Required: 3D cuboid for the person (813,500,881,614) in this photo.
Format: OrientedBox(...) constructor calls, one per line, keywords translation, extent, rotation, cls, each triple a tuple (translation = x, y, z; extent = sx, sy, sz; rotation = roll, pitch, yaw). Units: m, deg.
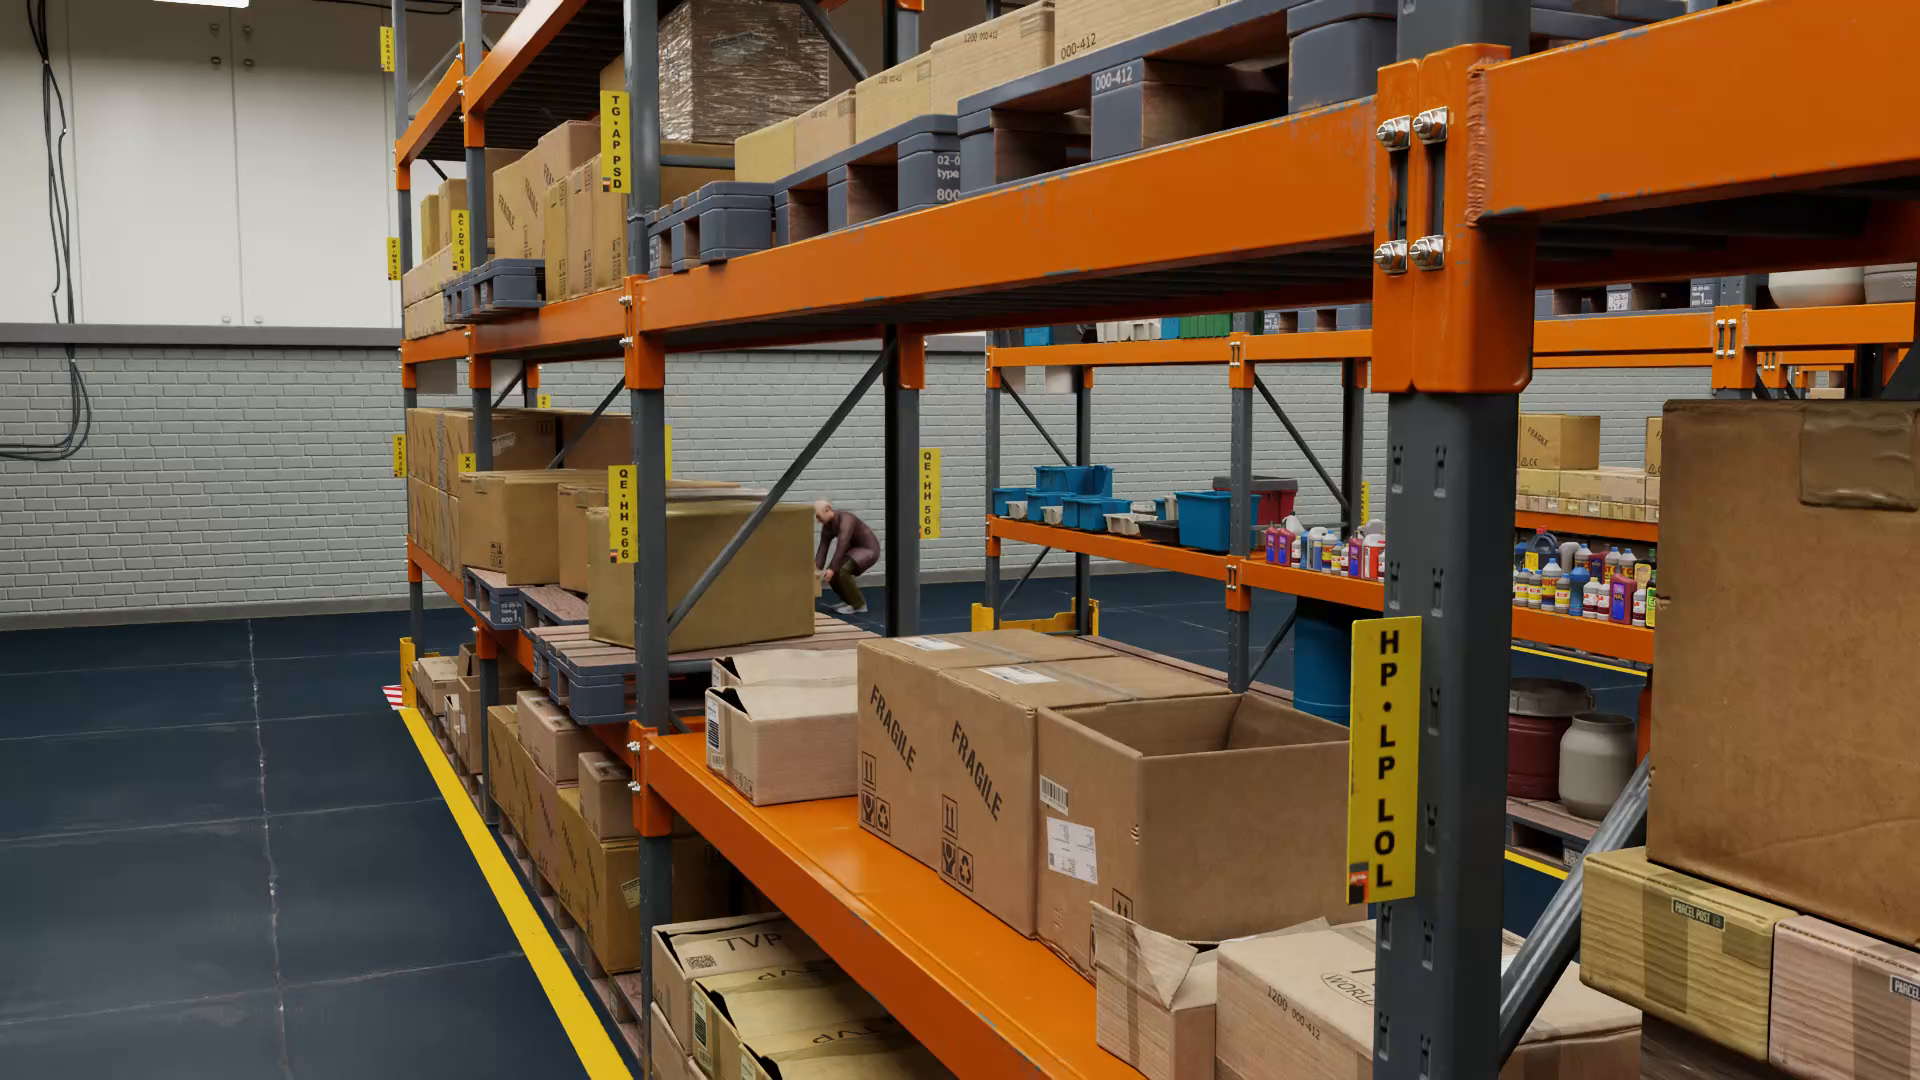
OrientedBox(translation=(-1.240, 0.178, 18.193), extent=(0.796, 1.242, 0.631), rotation=(-2, 6, -24), cls="person")
